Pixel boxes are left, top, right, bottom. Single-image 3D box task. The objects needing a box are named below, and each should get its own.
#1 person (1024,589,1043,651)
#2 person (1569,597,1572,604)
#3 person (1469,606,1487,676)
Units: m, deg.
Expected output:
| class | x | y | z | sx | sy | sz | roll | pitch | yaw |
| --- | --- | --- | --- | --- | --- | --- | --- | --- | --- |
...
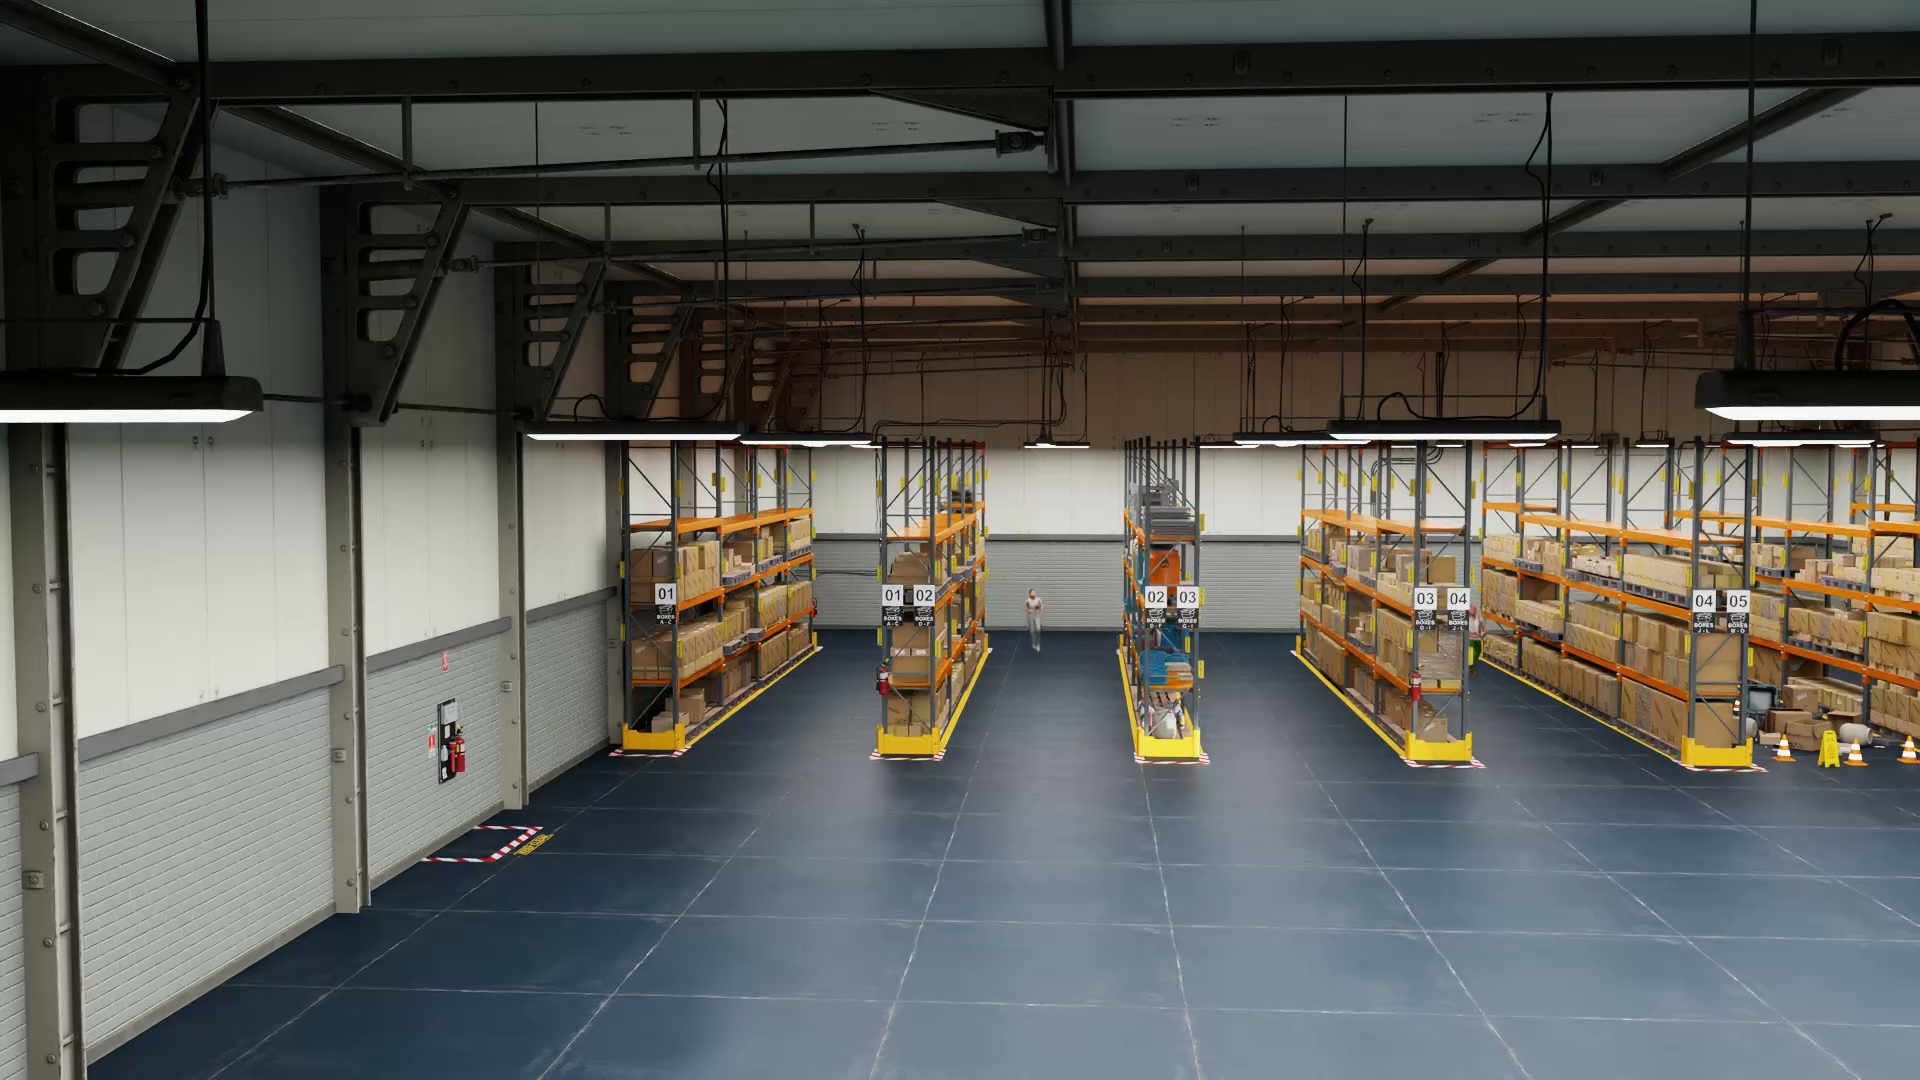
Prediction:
| class | x | y | z | sx | sy | sz | roll | pitch | yaw |
| --- | --- | --- | --- | --- | --- | --- | --- | --- | --- |
| person | 2.027 | 2.194 | 45.843 | 0.533 | 1.726 | 0.659 | 0 | 3 | -1 |
| person | 16.588 | 2.439 | 45.387 | 0.625 | 1.783 | 0.766 | 0 | 3 | -7 |
| person | 13.153 | 2.569 | 42.595 | 0.647 | 1.777 | 0.803 | 0 | 3 | 9 |
